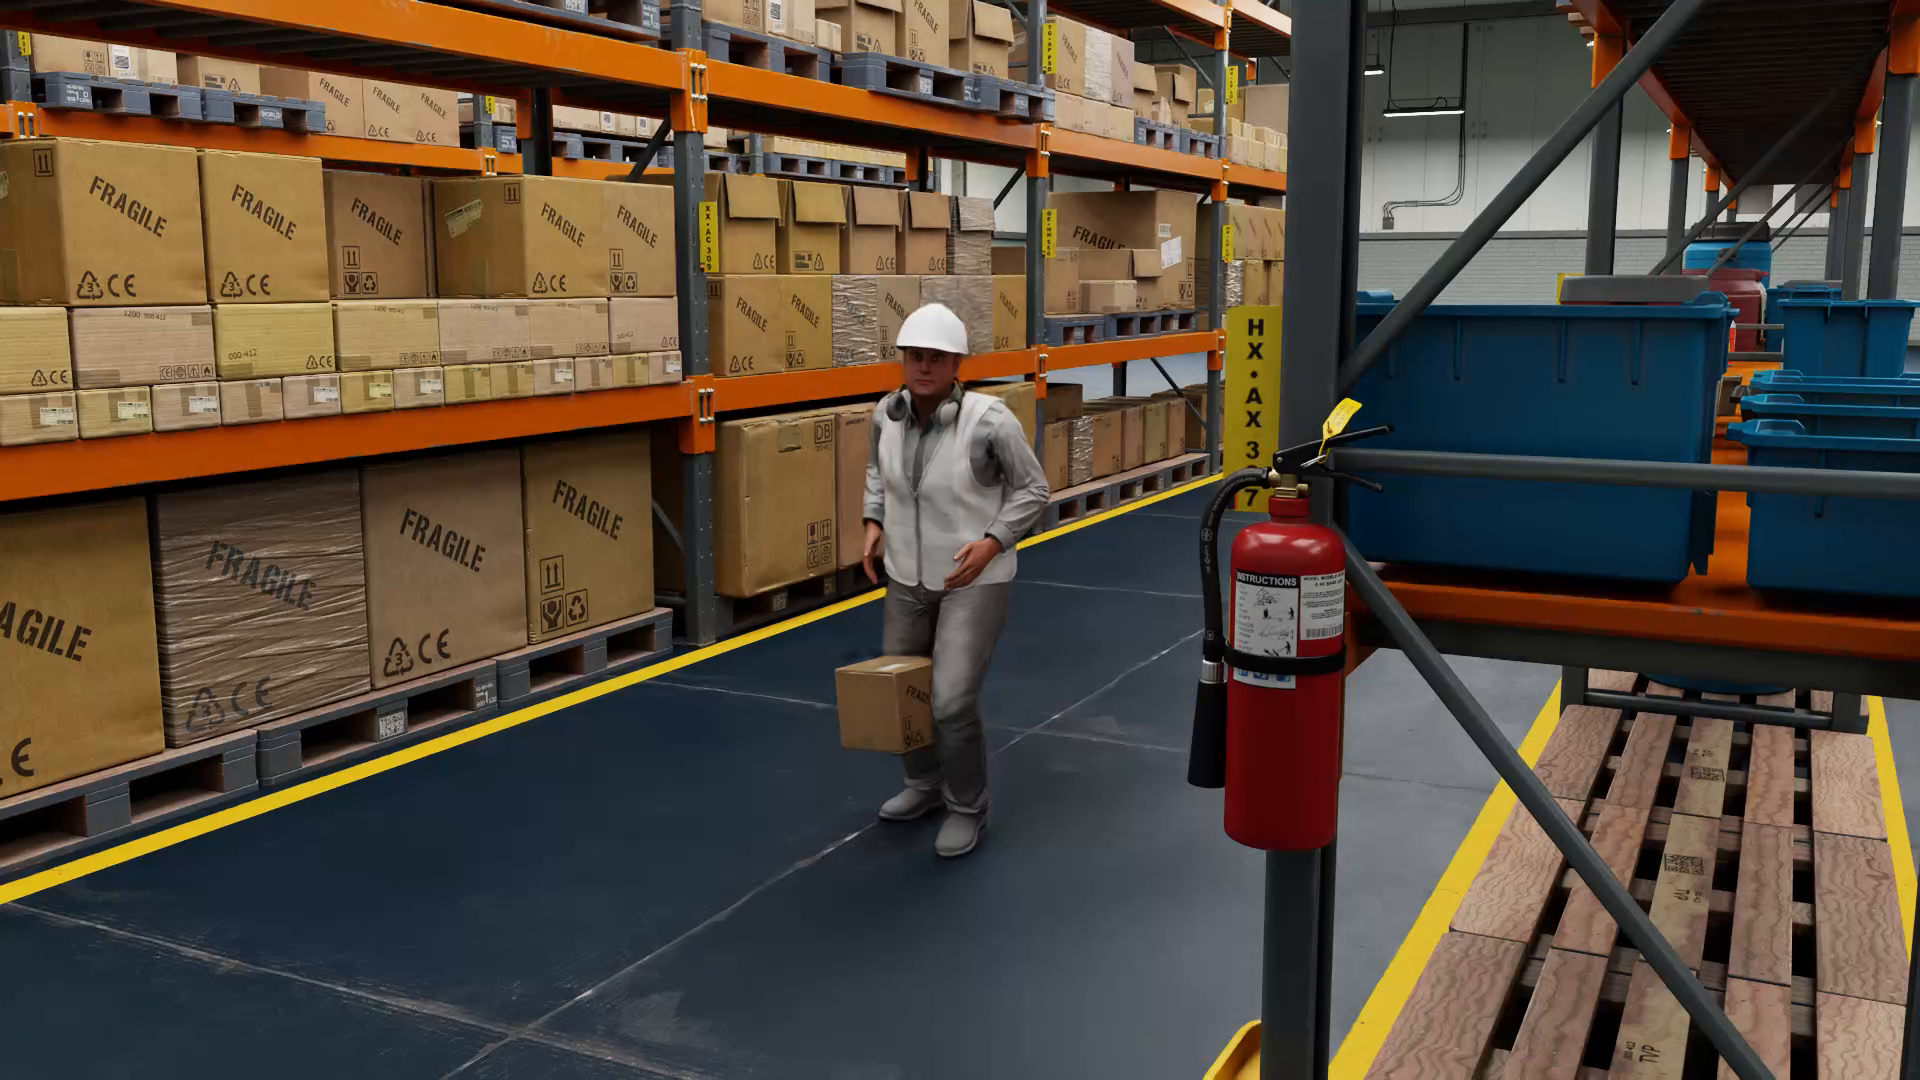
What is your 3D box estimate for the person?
[{"bbox_3d":[-0.044,0.113,5.264,0.684,1.712,0.596,5,10,30],"label":"person"}]
